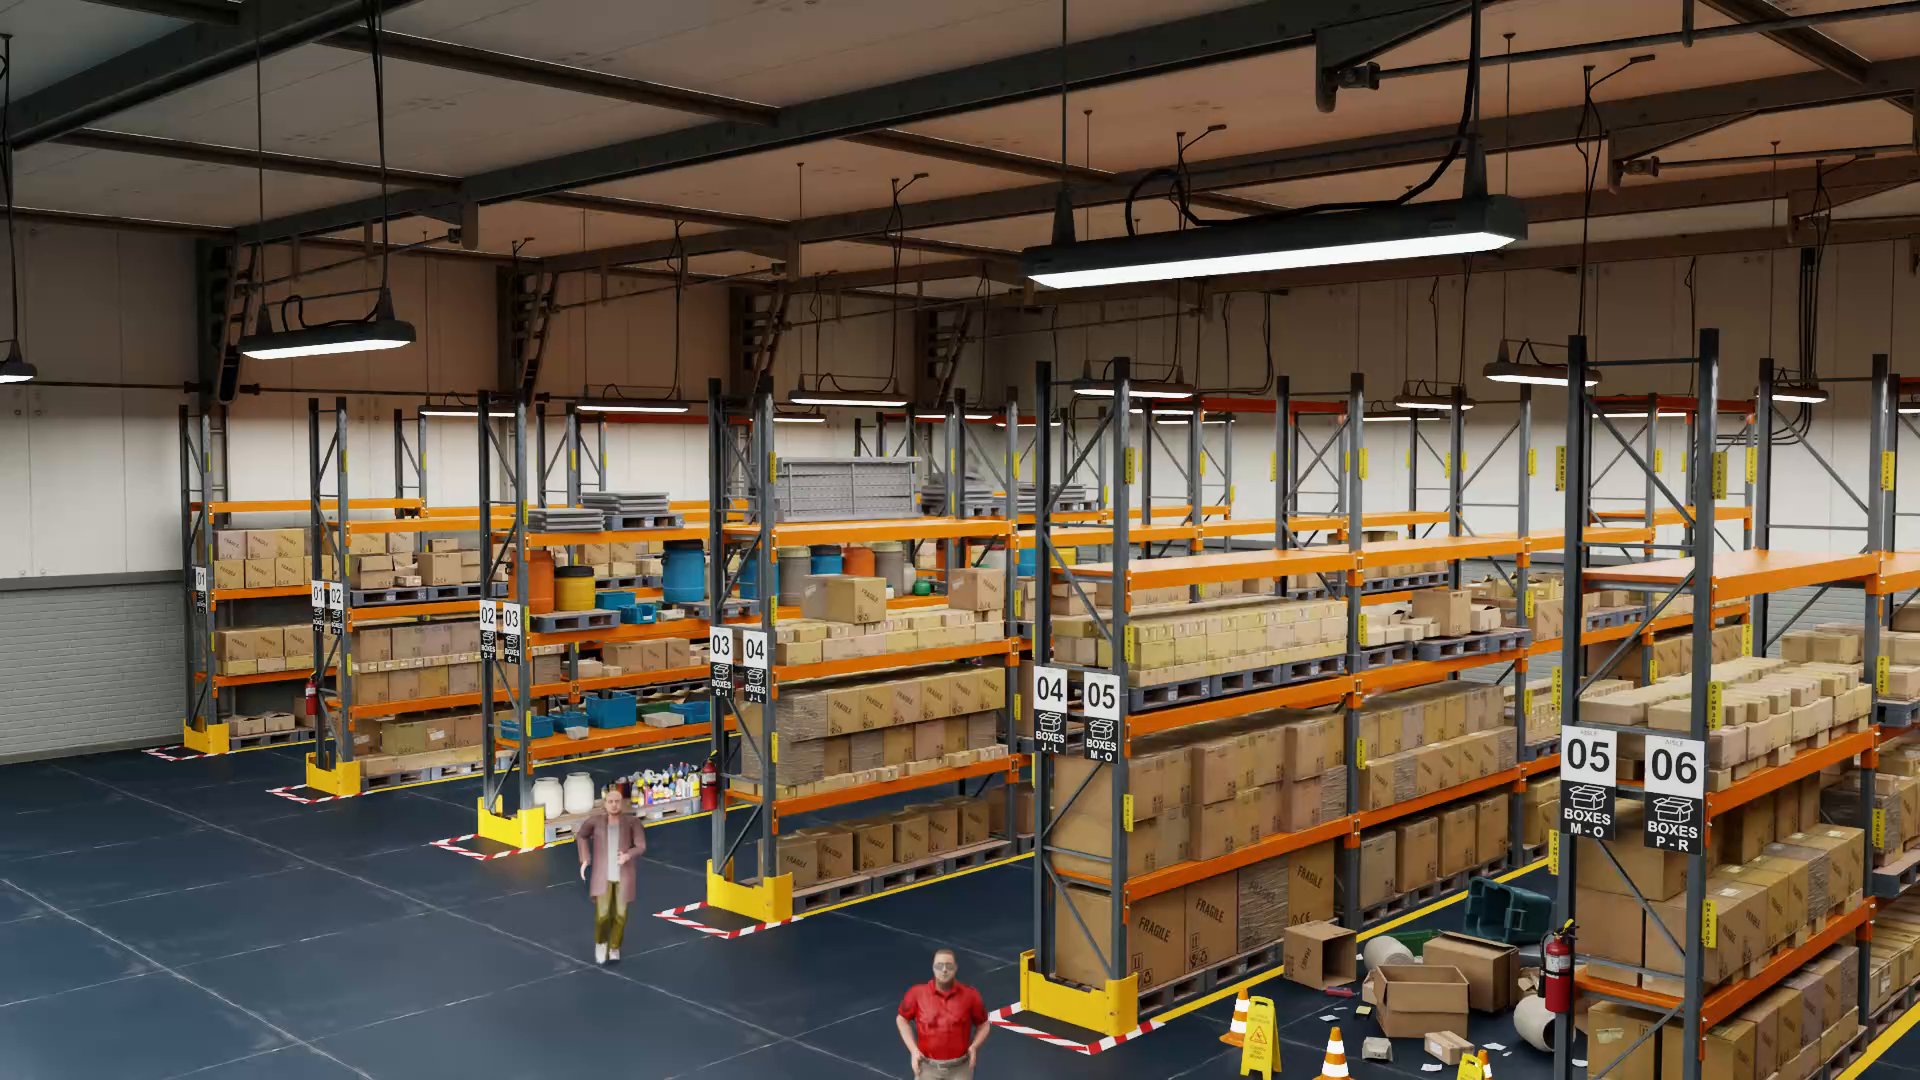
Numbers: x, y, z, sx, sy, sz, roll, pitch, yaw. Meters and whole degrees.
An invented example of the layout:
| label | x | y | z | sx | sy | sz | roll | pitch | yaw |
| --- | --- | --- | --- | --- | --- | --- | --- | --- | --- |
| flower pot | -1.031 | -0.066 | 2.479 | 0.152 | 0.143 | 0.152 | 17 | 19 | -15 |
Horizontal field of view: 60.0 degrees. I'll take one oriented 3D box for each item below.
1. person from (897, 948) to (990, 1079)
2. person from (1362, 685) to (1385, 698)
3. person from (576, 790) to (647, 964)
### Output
| label | x | y | z | sx | sy | sz | roll | pitch | yaw |
| --- | --- | --- | --- | --- | --- | --- | --- | --- | --- |
| person | -0.113 | 3.706 | 11.623 | 0.658 | 1.676 | 0.617 | 0 | 3 | -2 |
| person | 6.222 | 2.963 | 24.992 | 0.680 | 1.749 | 0.716 | 2 | 4 | 33 |
| person | -3.494 | 3.439 | 16.721 | 0.684 | 1.661 | 0.710 | -1 | 3 | -15 |
